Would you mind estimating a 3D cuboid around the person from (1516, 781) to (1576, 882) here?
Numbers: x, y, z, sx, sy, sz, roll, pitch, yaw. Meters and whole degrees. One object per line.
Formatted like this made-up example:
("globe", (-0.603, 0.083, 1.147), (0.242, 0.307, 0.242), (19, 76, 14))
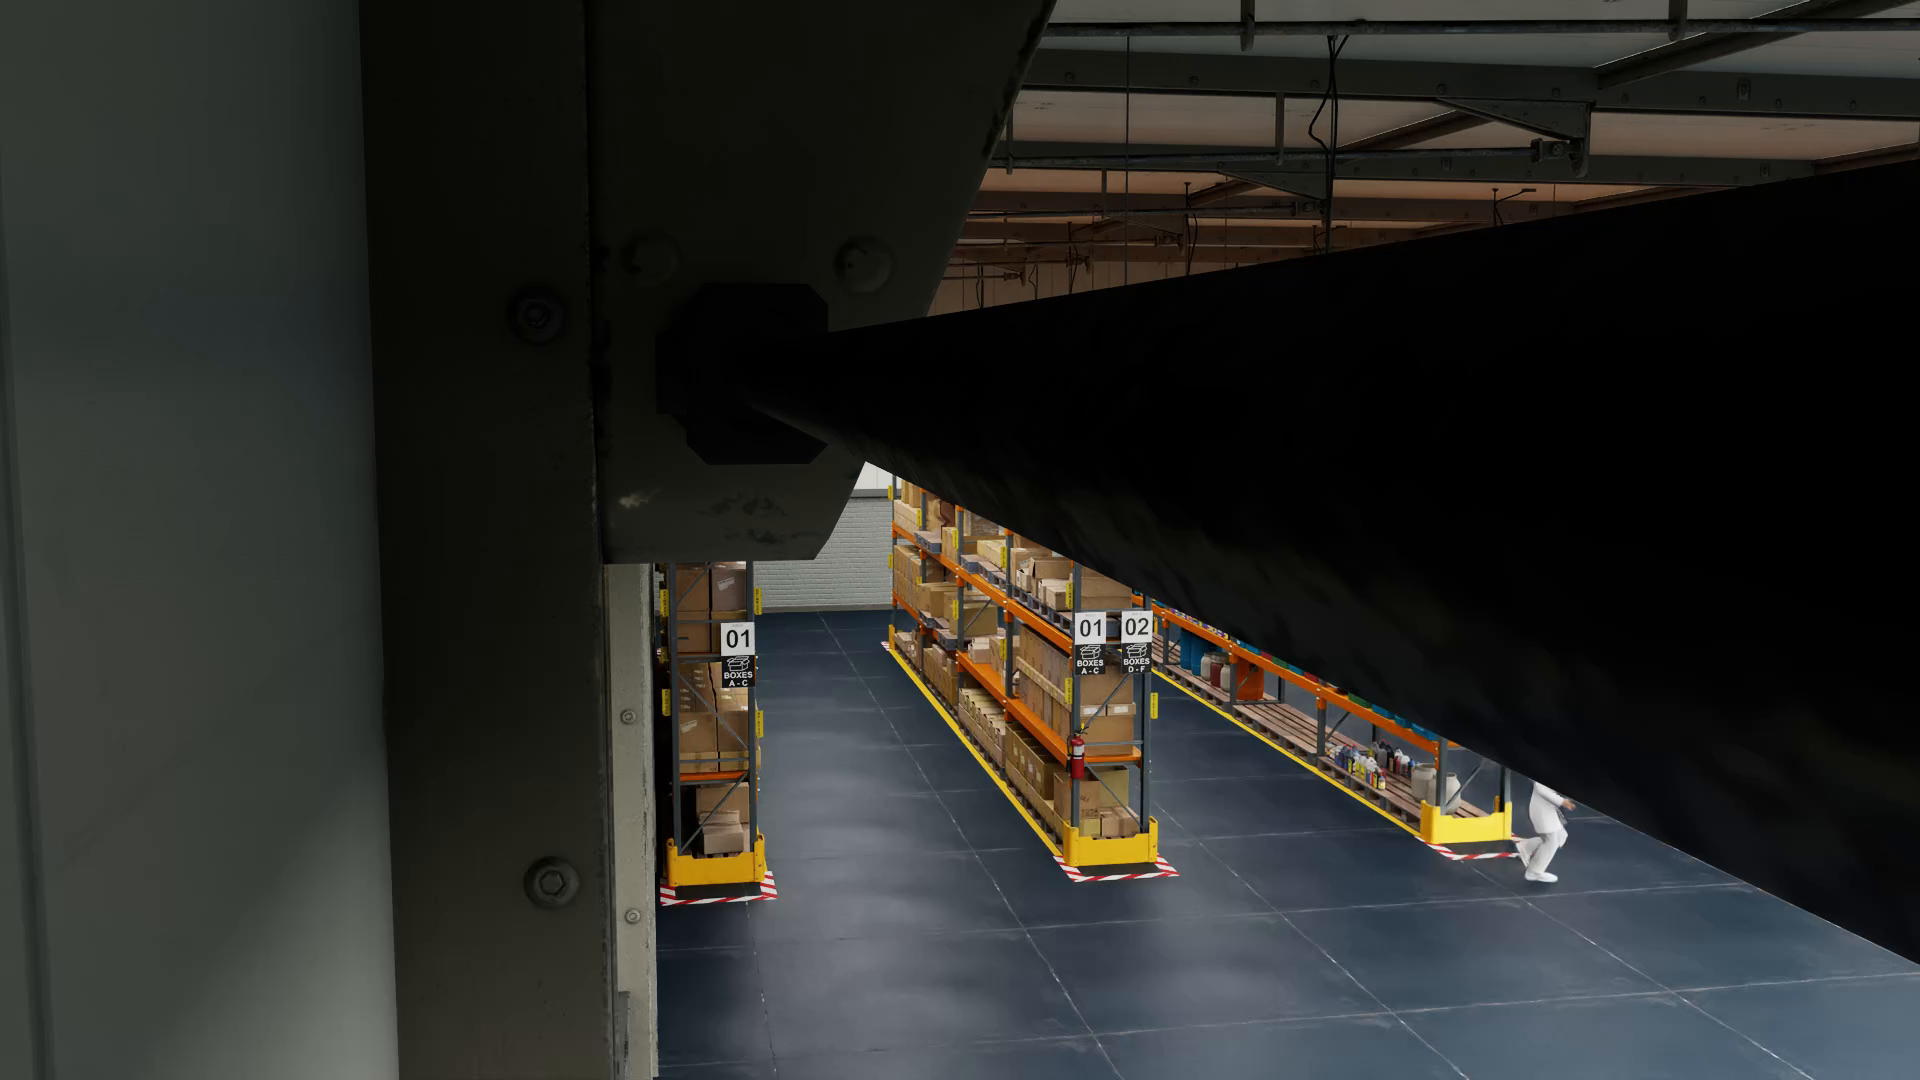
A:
("person", (7.166, 3.332, 20.303), (0.702, 1.640, 0.746), (3, 7, 27))
